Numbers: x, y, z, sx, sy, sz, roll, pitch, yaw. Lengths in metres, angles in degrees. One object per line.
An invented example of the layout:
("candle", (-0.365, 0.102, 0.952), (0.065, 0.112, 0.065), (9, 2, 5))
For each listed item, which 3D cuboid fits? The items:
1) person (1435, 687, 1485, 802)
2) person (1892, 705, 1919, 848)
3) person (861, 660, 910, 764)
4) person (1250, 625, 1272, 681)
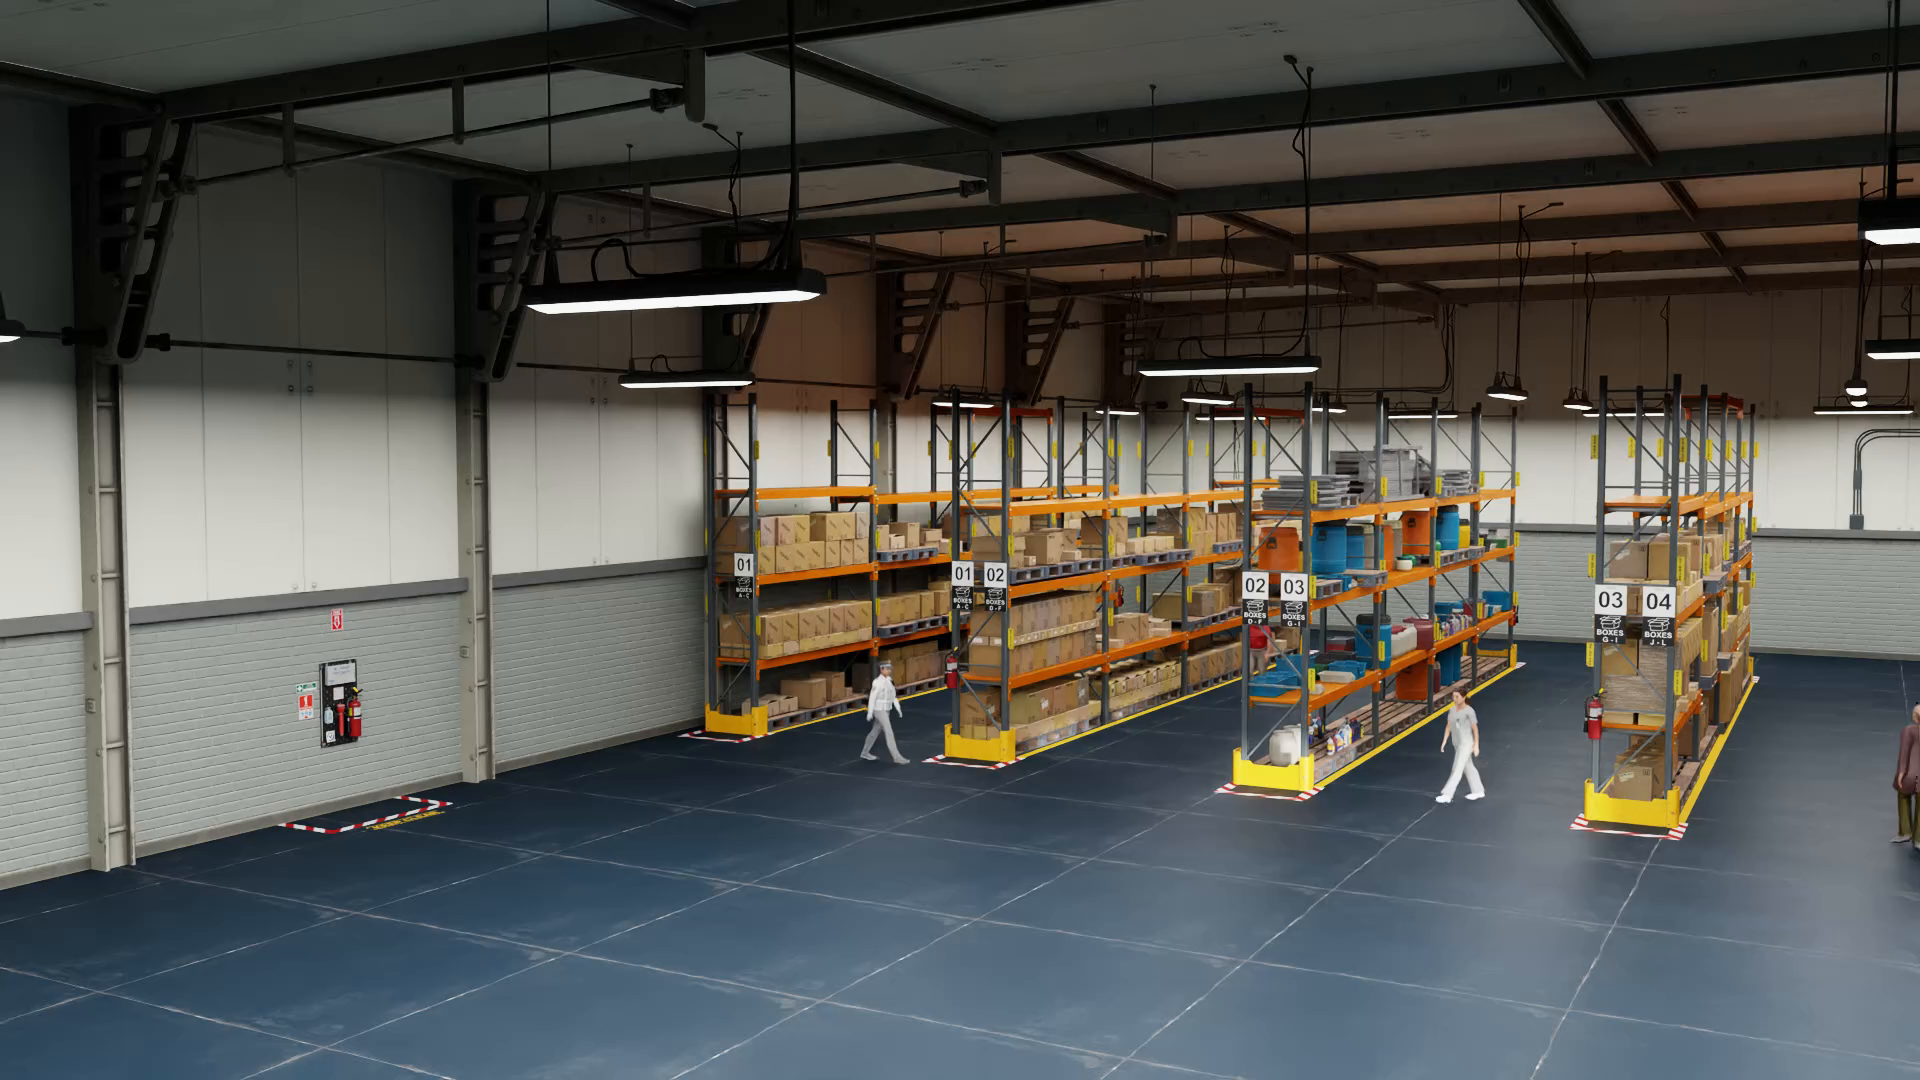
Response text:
("person", (7.042, 2.891, 23.538), (1.012, 1.624, 0.466), (-1, 3, -21))
("person", (12.107, 3.007, 20.967), (0.555, 1.834, 0.595), (1, 3, 24))
("person", (-1.179, 2.728, 26.612), (0.939, 1.623, 0.483), (1, 3, 20))
("person", (5.995, 2.354, 33.483), (0.585, 1.790, 0.546), (2, 4, 30))
